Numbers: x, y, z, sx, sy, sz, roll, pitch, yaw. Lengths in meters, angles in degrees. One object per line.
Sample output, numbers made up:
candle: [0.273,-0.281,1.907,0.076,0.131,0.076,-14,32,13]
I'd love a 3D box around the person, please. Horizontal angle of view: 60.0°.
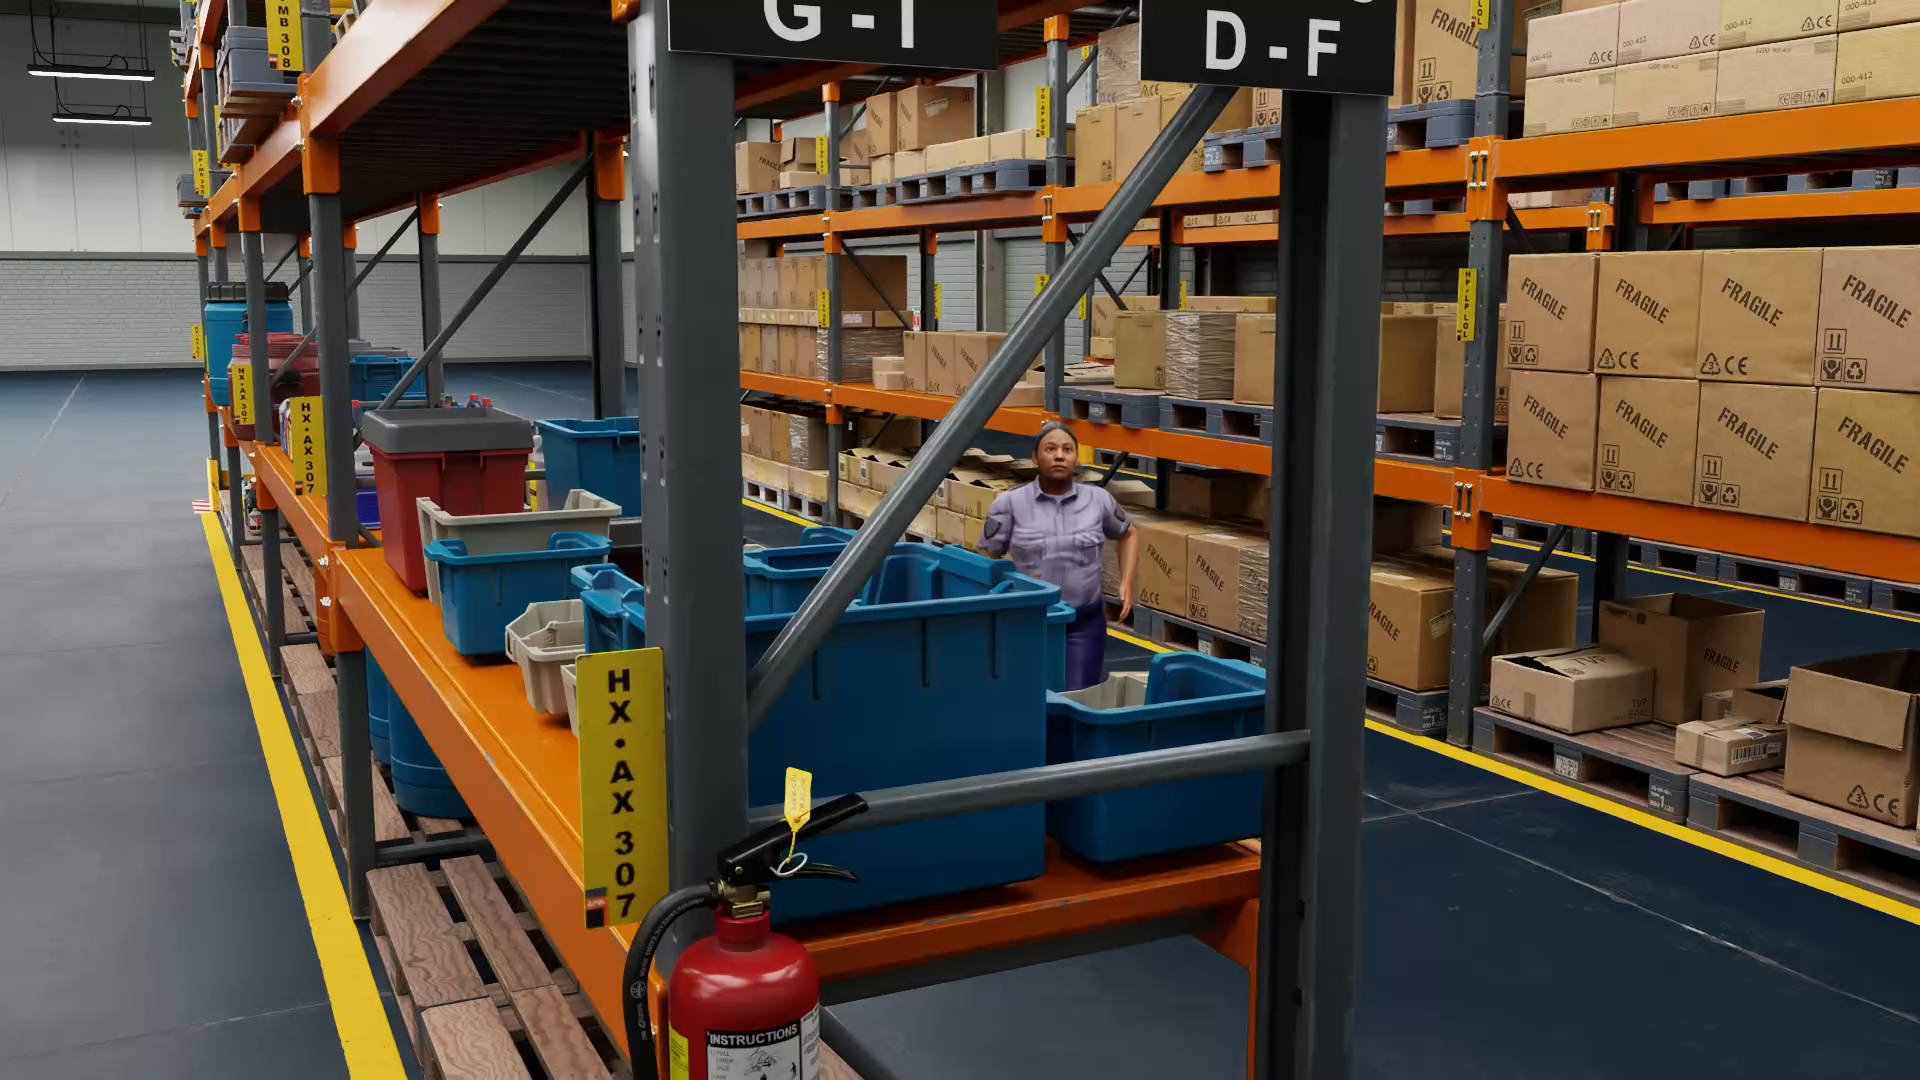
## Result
person: [0.361,0.403,6.309,0.618,1.708,0.614,1,9,6]
